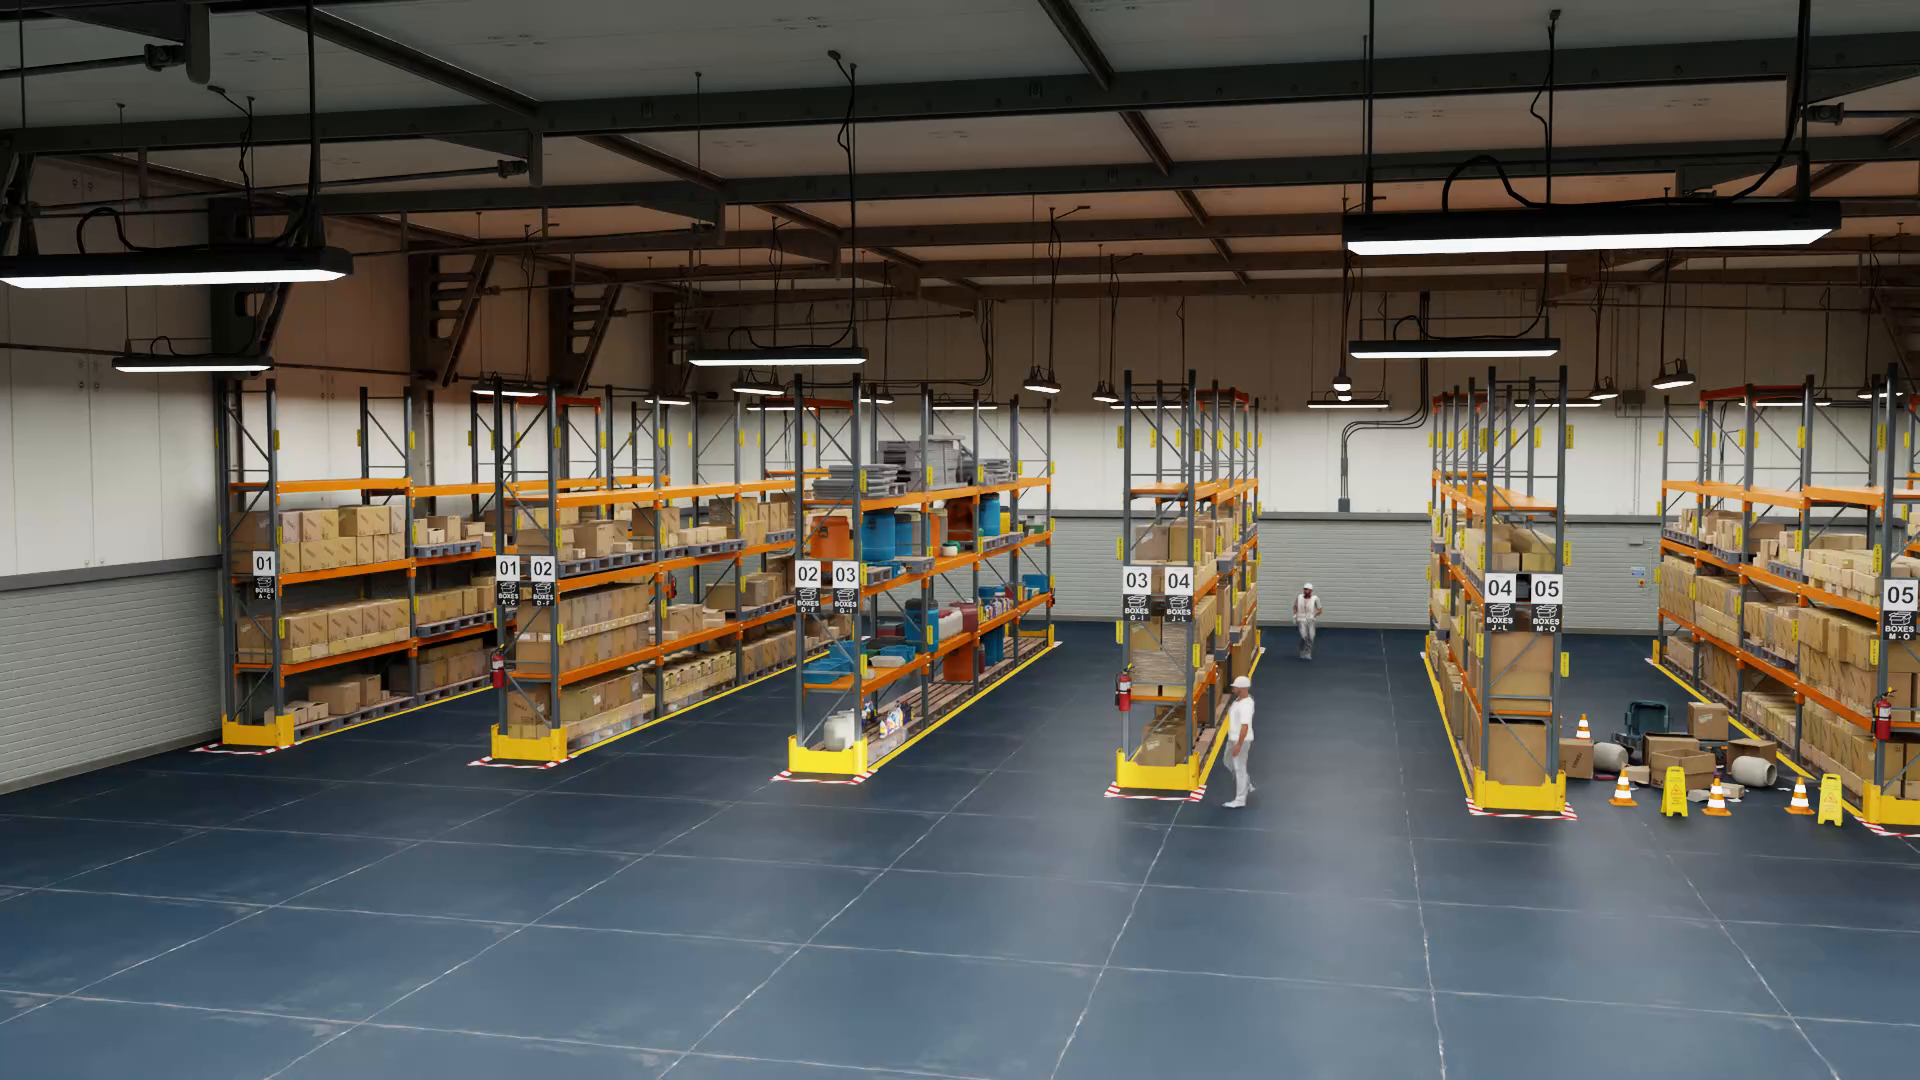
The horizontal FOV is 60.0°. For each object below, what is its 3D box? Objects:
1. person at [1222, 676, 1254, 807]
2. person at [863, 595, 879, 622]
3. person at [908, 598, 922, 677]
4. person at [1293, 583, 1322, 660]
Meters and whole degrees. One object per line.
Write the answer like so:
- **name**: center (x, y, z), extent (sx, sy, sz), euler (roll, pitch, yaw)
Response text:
- **person**: center (3.829, 2.740, 22.802), extent (0.507, 1.766, 0.652), euler (0, 3, -5)
- **person**: center (-2.597, 1.427, 45.588), extent (0.849, 1.647, 0.511), euler (2, 4, 35)
- **person**: center (-0.965, 2.052, 34.952), extent (0.394, 1.661, 0.510), euler (1, 3, 10)
- **person**: center (7.933, 1.864, 37.967), extent (0.620, 1.766, 0.613), euler (0, 3, 0)
